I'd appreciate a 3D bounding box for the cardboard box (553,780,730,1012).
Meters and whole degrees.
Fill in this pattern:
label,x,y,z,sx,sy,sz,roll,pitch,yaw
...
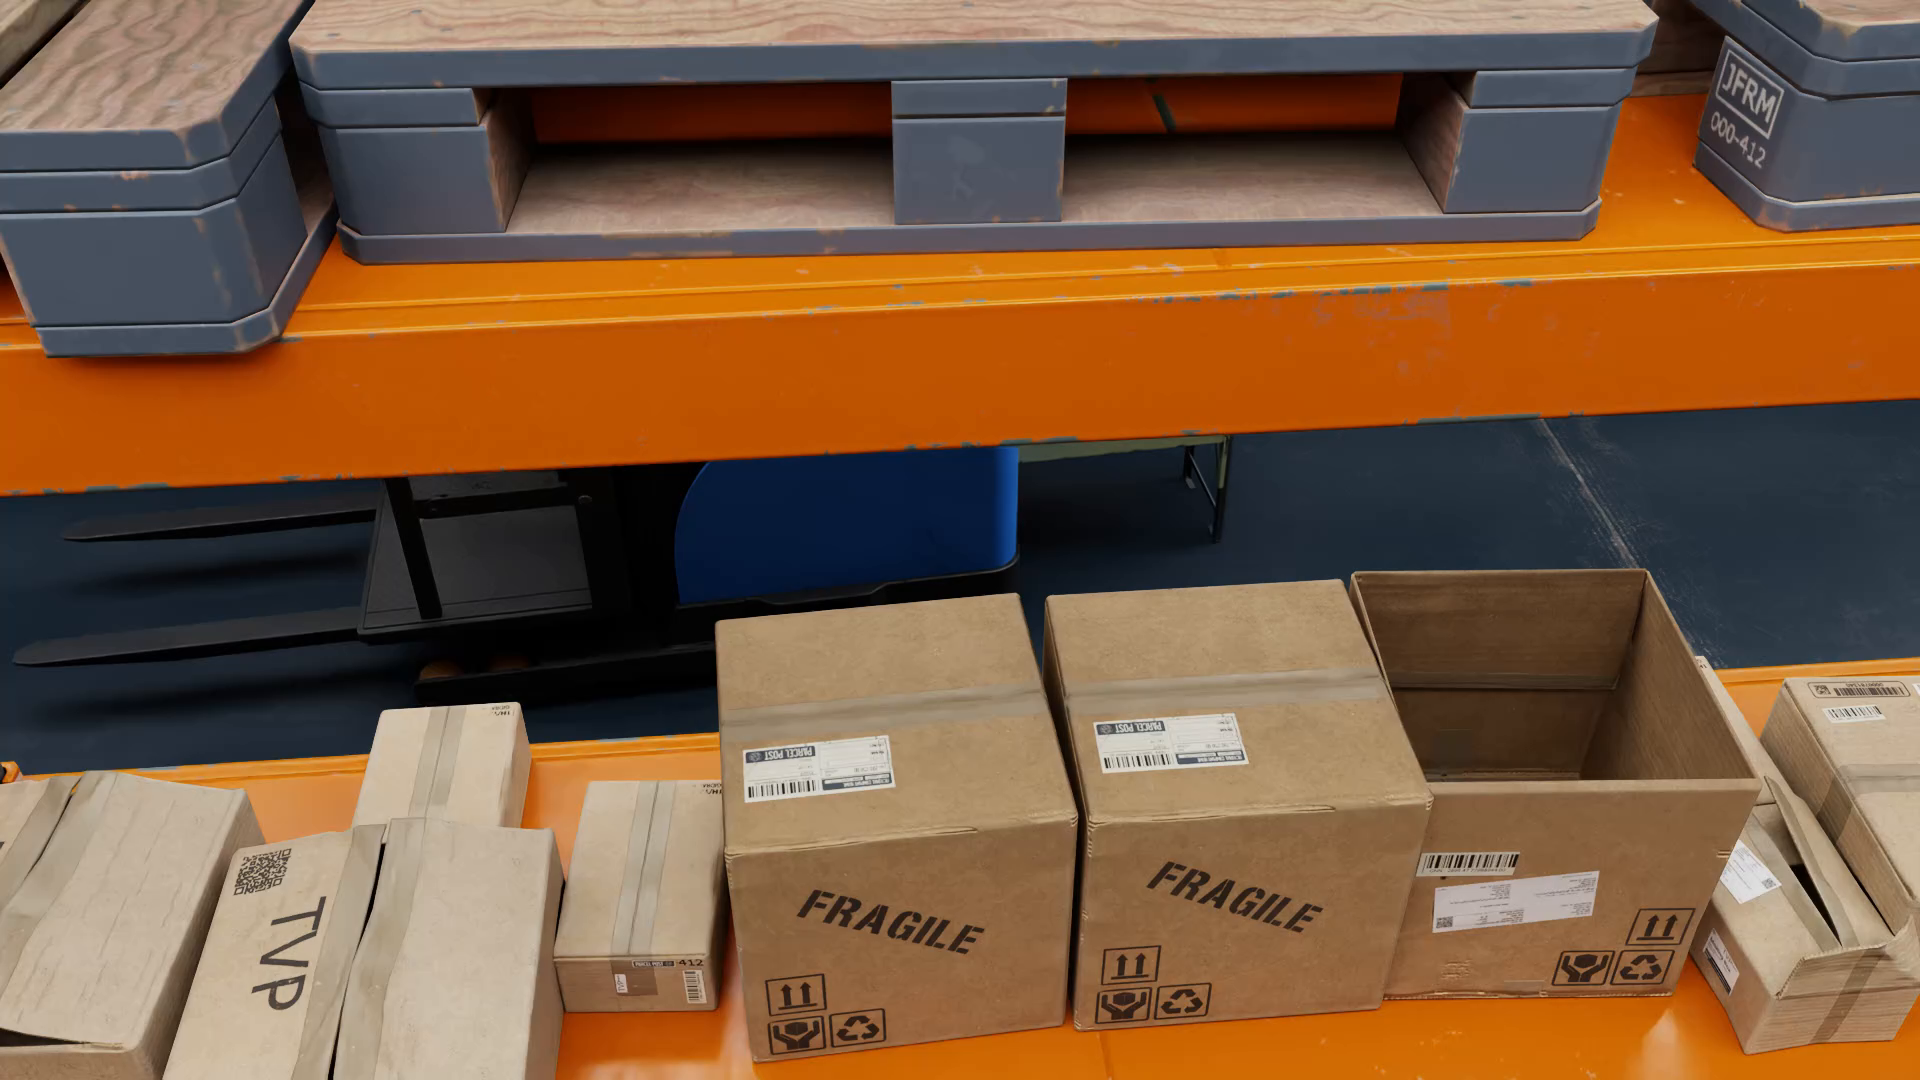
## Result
label,x,y,z,sx,sy,sz,roll,pitch,yaw
cardboard box,-0.519,0.589,2.785,0.250,0.149,0.380,0,38,-1

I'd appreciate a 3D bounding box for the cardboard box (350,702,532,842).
label,x,y,z,sx,sy,sz,roll,pitch,yaw
cardboard box,-0.913,0.473,2.931,0.250,0.149,0.380,-3,38,-4

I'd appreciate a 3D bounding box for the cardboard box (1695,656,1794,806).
label,x,y,z,sx,sy,sz,roll,pitch,yaw
cardboard box,1.300,0.396,3.029,0.250,0.149,0.380,-3,38,-4

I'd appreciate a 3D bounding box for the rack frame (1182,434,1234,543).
label,x,y,z,sx,sy,sz,roll,pitch,yaw
rack frame,0.854,-0.701,5.428,0.023,1.500,0.400,-6,39,-8

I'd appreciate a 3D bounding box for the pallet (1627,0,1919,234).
label,x,y,z,sx,sy,sz,roll,pitch,yaw
pallet,1.323,-0.671,1.911,1.217,0.209,0.805,-5,39,-6

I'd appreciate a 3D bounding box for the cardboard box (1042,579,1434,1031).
label,x,y,z,sx,sy,sz,roll,pitch,yaw
cardboard box,0.410,0.424,2.710,0.500,0.500,0.500,-3,38,-4

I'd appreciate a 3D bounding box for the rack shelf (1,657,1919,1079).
label,x,y,z,sx,sy,sz,roll,pitch,yaw
rack shelf,0.208,0.767,2.937,4.000,0.370,1.077,-3,38,-4

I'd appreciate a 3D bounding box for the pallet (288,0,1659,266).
label,x,y,z,sx,sy,sz,roll,pitch,yaw
pallet,-0.002,-0.664,1.901,1.213,0.211,1.003,-1,38,-2

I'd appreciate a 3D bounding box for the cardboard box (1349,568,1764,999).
label,x,y,z,sx,sy,sz,roll,pitch,yaw
cardboard box,0.909,0.397,2.745,0.500,0.500,0.500,-1,38,-1

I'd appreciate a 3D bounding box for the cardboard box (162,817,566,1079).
label,x,y,z,sx,sy,sz,roll,pitch,yaw
cardboard box,-0.876,0.700,2.513,0.500,0.311,0.500,-4,38,-5

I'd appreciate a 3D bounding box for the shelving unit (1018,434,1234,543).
label,x,y,z,sx,sy,sz,roll,pitch,yaw
shelving unit,0.494,-0.662,5.378,0.755,1.500,0.431,-6,39,-8

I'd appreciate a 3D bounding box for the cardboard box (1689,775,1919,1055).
label,x,y,z,sx,sy,sz,roll,pitch,yaw
cardboard box,1.341,0.590,2.690,0.258,0.266,0.396,-4,38,-5

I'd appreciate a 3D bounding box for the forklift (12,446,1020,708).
label,x,y,z,sx,sy,sz,roll,pitch,yaw
forklift,-1.377,-0.976,4.621,3.031,2.935,1.130,-6,39,-8

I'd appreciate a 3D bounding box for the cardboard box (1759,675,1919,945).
label,x,y,z,sx,sy,sz,roll,pitch,yaw
cardboard box,1.714,0.488,2.831,0.500,0.250,0.500,-1,38,-1

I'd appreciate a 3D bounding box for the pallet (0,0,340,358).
label,x,y,z,sx,sy,sz,roll,pitch,yaw
pallet,-1.116,-0.601,1.821,1.003,0.211,1.213,-1,38,-2

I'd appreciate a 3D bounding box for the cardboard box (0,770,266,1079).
label,x,y,z,sx,sy,sz,roll,pitch,yaw
cardboard box,-1.418,0.637,2.593,0.500,0.311,0.500,-1,38,-1

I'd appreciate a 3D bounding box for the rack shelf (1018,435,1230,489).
label,x,y,z,sx,sy,sz,roll,pitch,yaw
rack shelf,0.494,-0.406,5.580,0.720,0.370,0.431,-6,39,-8

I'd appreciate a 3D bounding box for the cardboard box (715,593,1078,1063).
label,x,y,z,sx,sy,sz,roll,pitch,yaw
cardboard box,-0.114,0.453,2.673,0.500,0.500,0.500,-5,39,-6
